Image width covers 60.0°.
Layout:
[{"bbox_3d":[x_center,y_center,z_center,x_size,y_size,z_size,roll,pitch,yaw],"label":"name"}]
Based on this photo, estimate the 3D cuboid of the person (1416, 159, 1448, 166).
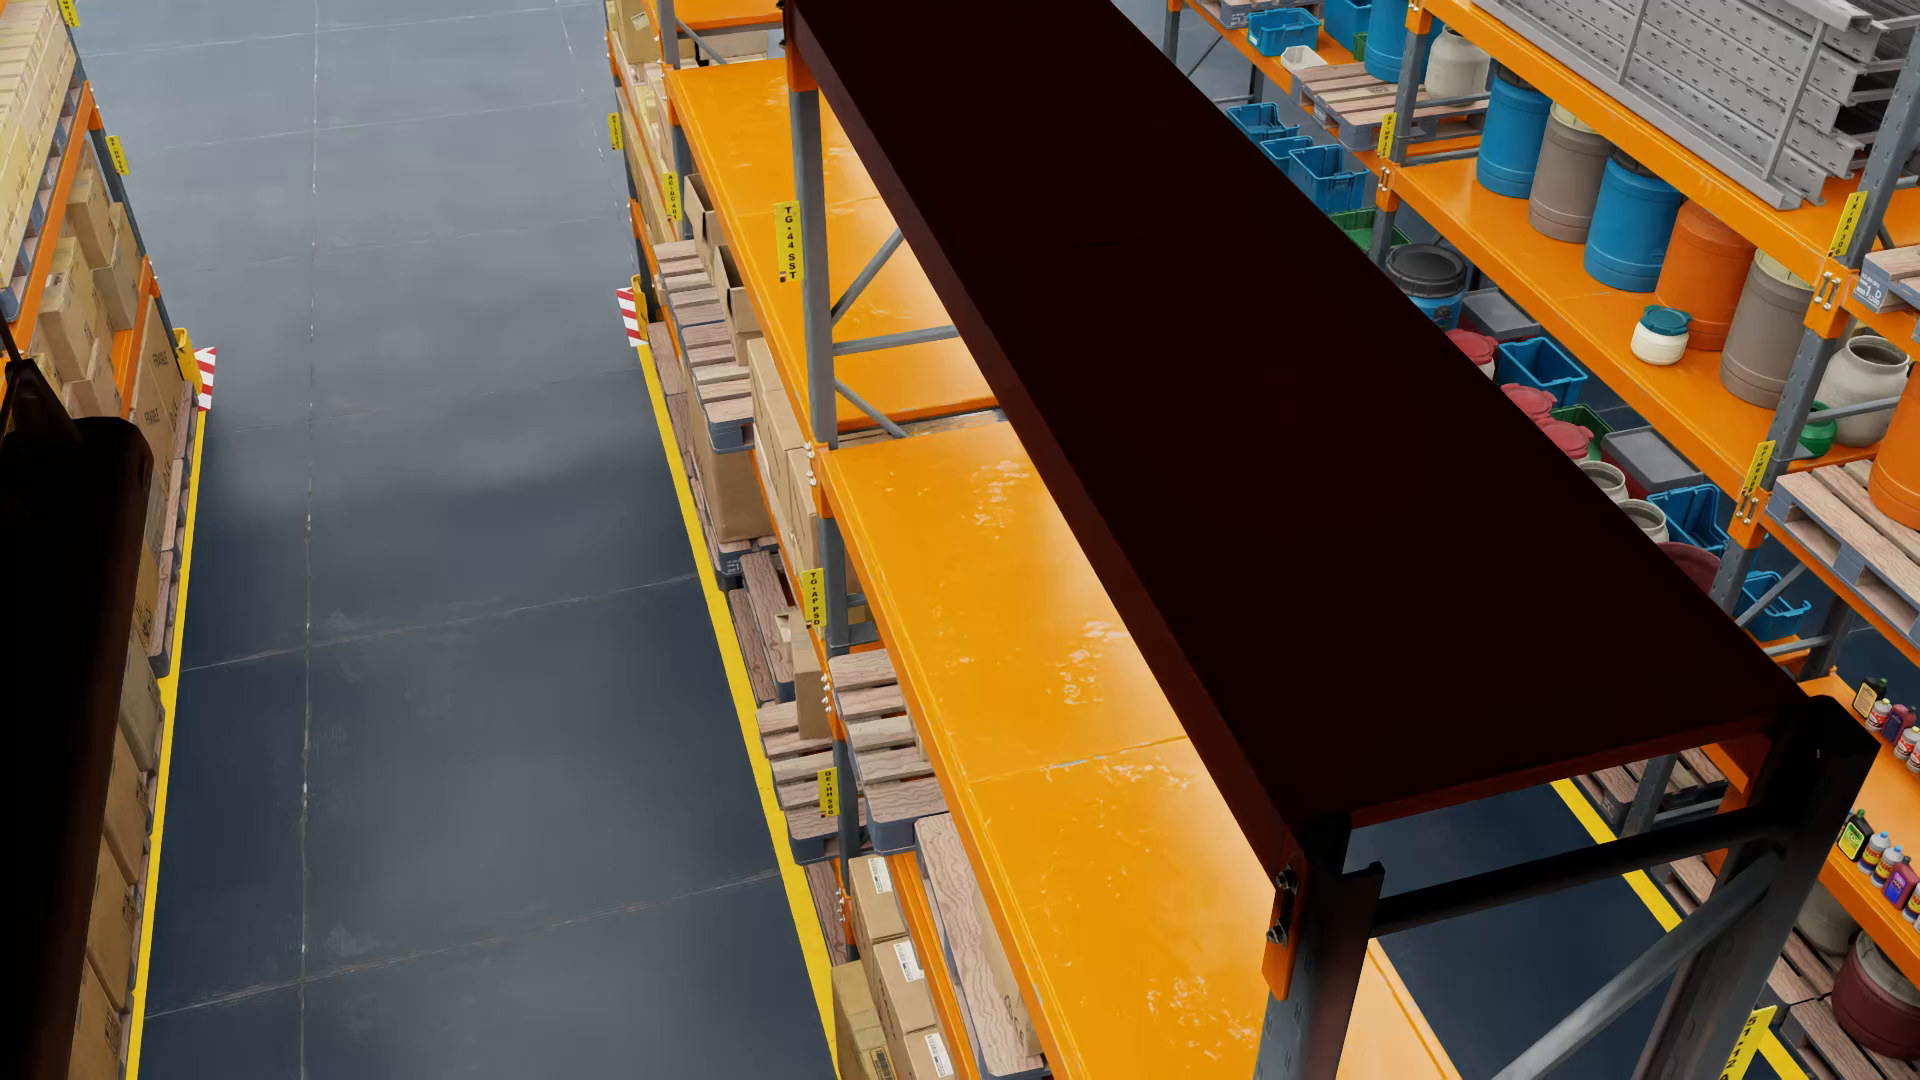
[{"bbox_3d":[4.868,-4.248,16.886,0.718,1.667,0.472,19,42,23],"label":"person"}]
